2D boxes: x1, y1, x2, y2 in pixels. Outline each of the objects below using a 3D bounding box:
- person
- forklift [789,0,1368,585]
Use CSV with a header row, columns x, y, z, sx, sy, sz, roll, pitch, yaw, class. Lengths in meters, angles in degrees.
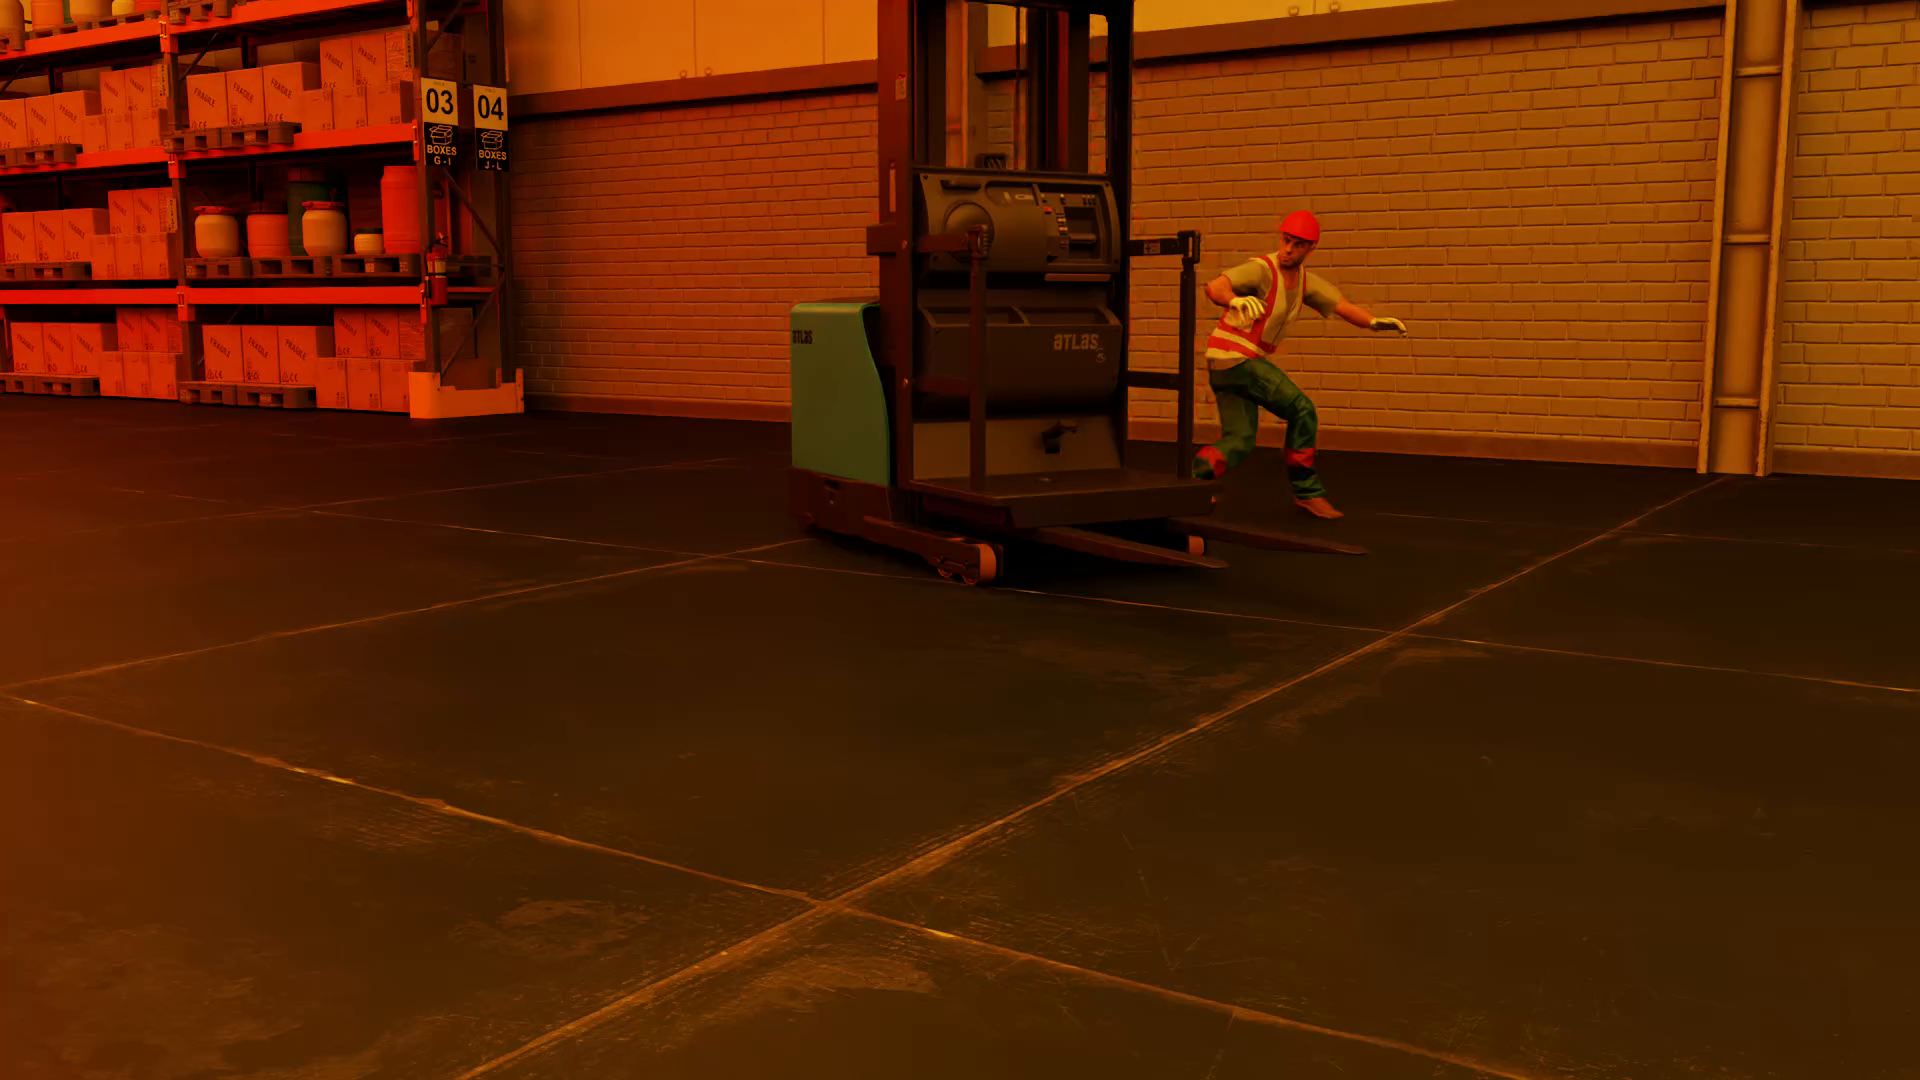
x,y,z,sx,sy,sz,roll,pitch,yaw,class
1.612,-0.842,8.203,1.112,1.555,0.938,3,9,19,person
0.363,-1.349,6.679,1.130,2.935,3.031,-5,9,-30,forklift
